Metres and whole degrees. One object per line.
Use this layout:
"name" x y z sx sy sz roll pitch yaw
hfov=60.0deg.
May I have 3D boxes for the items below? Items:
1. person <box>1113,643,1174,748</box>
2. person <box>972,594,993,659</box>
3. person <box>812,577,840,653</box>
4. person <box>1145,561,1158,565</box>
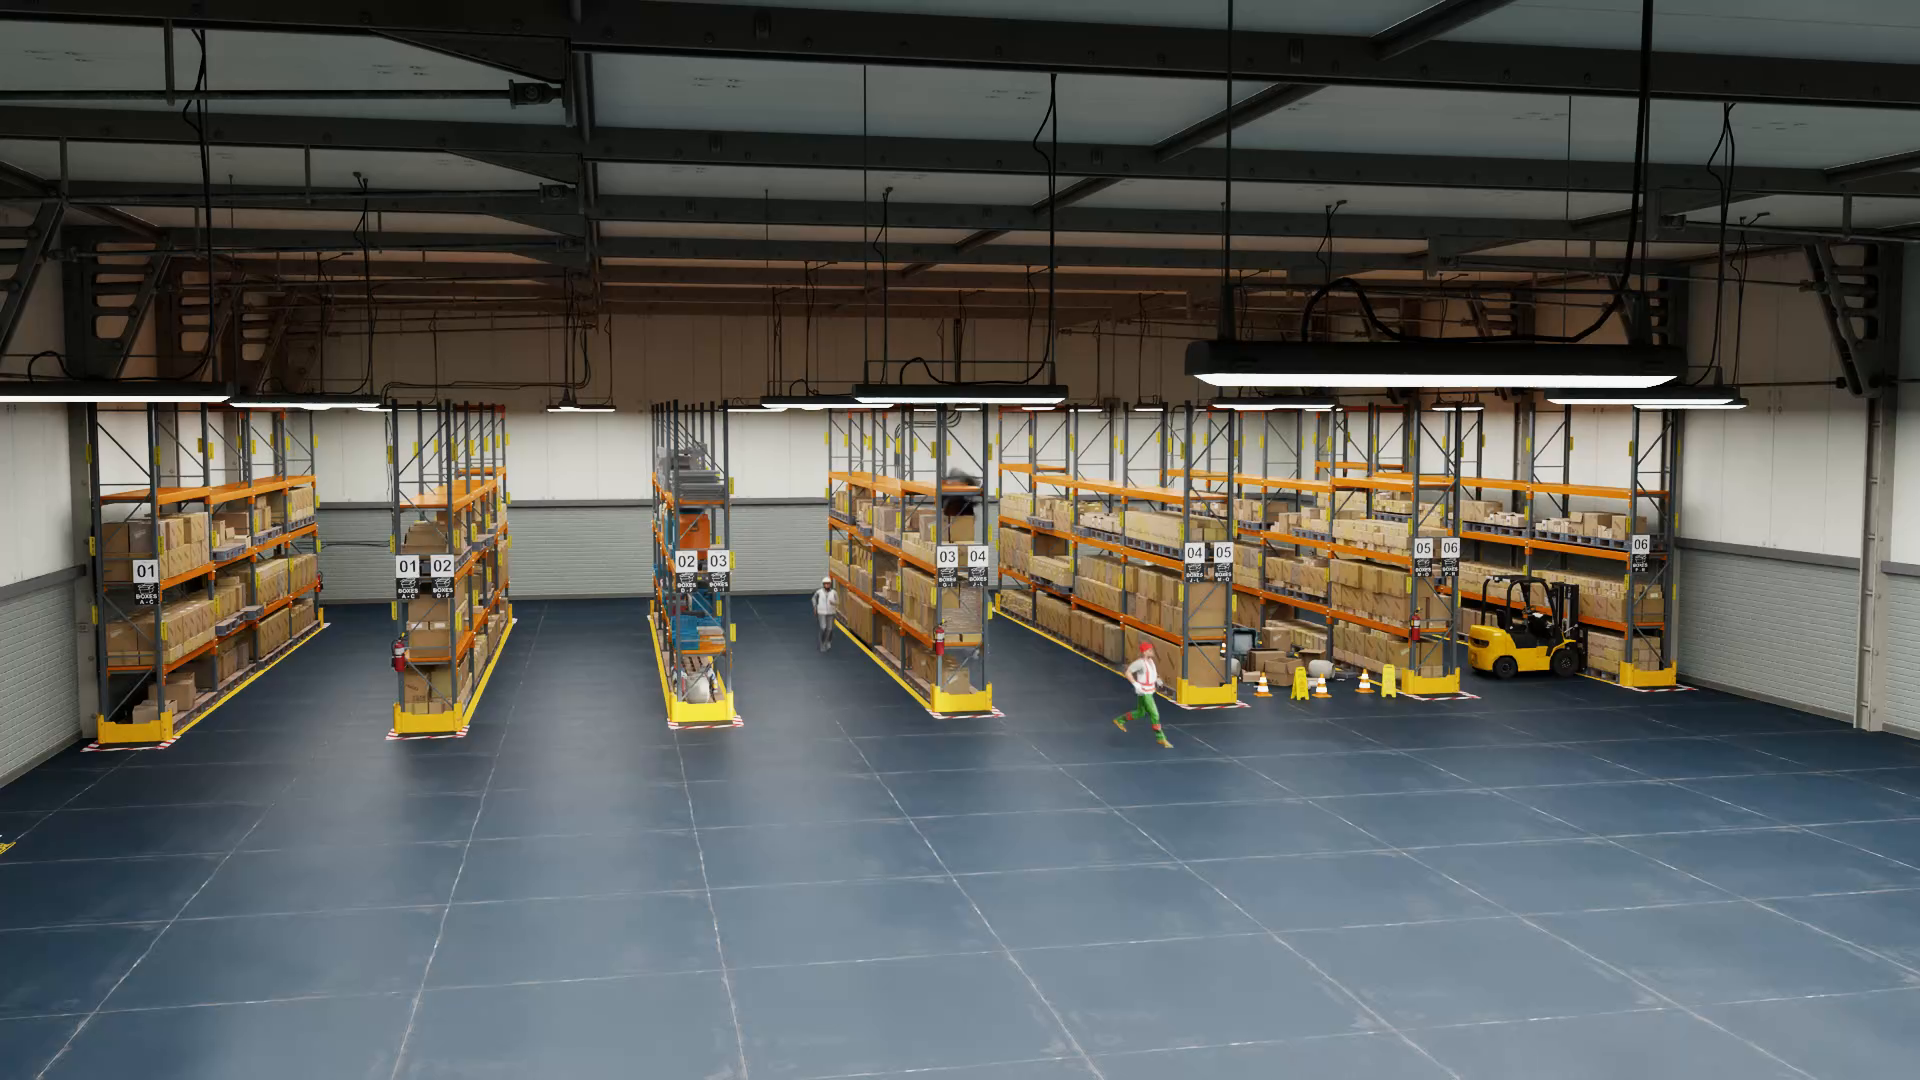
"person" 3.188 2.670 28.880 1.150 1.801 0.626 2 5 25
"person" 0.458 1.881 39.250 0.668 1.840 0.788 -1 4 -12
"person" -3.229 1.812 40.234 0.628 1.831 0.756 -1 4 -14
"person" 5.848 1.028 50.972 0.645 1.730 0.687 0 4 -3
